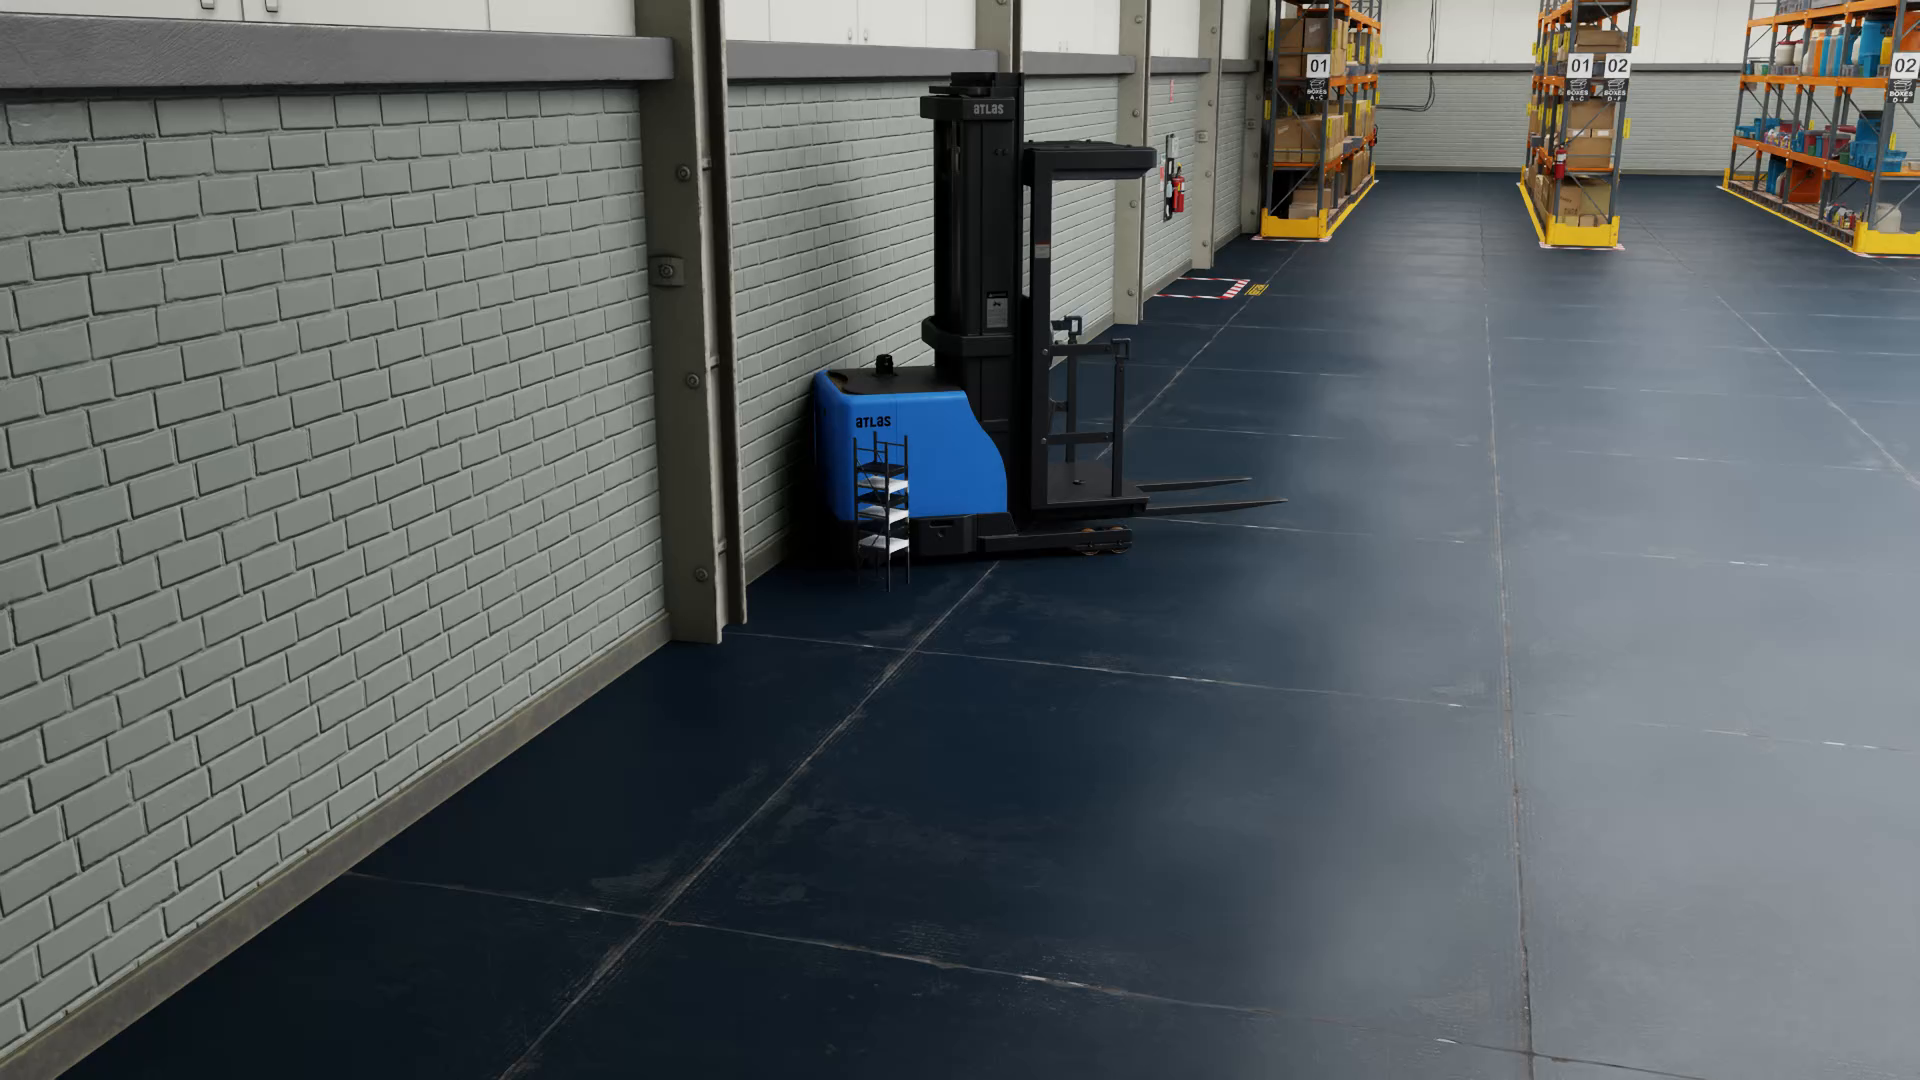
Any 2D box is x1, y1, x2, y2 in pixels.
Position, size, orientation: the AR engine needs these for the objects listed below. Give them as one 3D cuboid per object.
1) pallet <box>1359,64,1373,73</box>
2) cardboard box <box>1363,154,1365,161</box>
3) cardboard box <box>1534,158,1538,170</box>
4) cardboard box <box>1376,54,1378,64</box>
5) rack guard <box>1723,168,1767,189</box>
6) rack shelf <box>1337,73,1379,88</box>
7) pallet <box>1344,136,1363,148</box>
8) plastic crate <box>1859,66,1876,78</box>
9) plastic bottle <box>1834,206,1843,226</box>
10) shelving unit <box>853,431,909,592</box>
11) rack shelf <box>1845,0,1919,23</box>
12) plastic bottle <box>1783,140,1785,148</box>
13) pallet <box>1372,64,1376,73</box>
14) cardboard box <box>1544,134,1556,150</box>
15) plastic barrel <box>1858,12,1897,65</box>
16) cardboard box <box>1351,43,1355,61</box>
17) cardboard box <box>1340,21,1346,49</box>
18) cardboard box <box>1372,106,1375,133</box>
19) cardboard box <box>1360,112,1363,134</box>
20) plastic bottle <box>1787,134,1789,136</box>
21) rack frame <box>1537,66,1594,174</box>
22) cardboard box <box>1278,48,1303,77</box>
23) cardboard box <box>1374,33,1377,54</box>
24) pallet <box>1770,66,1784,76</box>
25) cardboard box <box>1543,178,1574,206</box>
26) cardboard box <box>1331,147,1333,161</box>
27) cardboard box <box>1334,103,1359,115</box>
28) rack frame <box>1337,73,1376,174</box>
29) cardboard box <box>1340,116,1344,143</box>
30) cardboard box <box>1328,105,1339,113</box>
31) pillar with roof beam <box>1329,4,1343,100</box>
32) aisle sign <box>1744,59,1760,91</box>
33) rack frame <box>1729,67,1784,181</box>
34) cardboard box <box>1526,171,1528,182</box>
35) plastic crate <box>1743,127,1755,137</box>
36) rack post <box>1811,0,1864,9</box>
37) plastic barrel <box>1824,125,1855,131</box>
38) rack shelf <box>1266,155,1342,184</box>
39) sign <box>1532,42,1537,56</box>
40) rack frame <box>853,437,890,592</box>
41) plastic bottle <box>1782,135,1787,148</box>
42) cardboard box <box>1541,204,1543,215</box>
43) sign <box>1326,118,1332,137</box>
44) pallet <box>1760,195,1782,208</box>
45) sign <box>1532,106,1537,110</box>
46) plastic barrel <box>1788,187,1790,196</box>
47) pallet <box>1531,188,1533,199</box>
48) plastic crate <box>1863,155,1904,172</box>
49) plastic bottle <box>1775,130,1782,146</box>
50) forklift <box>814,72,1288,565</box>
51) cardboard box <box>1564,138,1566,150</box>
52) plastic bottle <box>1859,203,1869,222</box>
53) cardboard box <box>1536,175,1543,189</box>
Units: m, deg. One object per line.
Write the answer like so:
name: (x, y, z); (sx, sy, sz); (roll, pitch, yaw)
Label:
pallet: (9.720, -11.733, 41.365); (1.003, 0.211, 1.213); (5, 16, 16)
cardboard box: (10.060, -9.694, 42.133); (0.380, 0.149, 0.250); (5, 17, 18)
cardboard box: (13.430, -8.606, 38.073); (0.500, 0.250, 0.500); (4, 16, 15)
cardboard box: (10.660, -12.575, 43.492); (0.500, 0.250, 0.500); (5, 17, 18)
rack guard: (20.107, -9.203, 42.358); (1.175, 0.500, 0.348); (5, 16, 16)
rack shelf: (10.045, -11.740, 42.544); (1.077, 0.370, 4.000); (5, 16, 16)
pallet: (8.240, -8.786, 36.660); (1.213, 0.211, 1.003); (5, 16, 16)
plastic crate: (15.993, -8.208, 29.161); (0.336, 0.188, 0.450); (5, 16, 16)
plastic bottle: (15.901, -5.856, 30.026); (0.144, 0.351, 0.185); (4, 16, 15)
shelving unit: (-0.461, -0.167, 9.770); (0.258, 0.900, 0.210); (10, 19, 31)
rack shelf: (16.134, -9.083, 28.412); (1.077, 0.370, 4.000); (5, 16, 16)
plastic bottle: (17.744, -8.514, 35.712); (0.097, 0.201, 0.097); (0, 16, 0)
pallet: (10.068, -12.051, 42.486); (1.003, 0.211, 1.213); (5, 16, 16)
cardboard box: (12.651, -8.428, 35.210); (0.500, 0.311, 0.500); (4, 16, 15)
plastic barrel: (16.317, -8.892, 29.499); (0.600, 0.901, 0.708); (5, 16, 16)
cardboard box: (8.693, -11.194, 38.310); (0.700, 0.500, 0.500); (6, 17, 19)
cardboard box: (7.037, -9.575, 31.540); (0.500, 0.500, 0.500); (4, 16, 14)
cardboard box: (10.479, -11.176, 44.185); (0.980, 0.700, 0.700); (5, 17, 18)
cardboard box: (9.164, -9.784, 39.062); (0.500, 0.500, 0.500); (5, 17, 17)
plastic bottle: (18.060, -8.724, 36.303); (0.061, 0.283, 0.133); (5, 16, 16)
rack frame: (13.091, -8.690, 35.970); (1.000, 3.000, 0.127); (5, 16, 16)
cardboard box: (5.943, -8.610, 29.970); (0.500, 0.500, 0.500); (6, 17, 20)
cardboard box: (10.224, -12.531, 41.962); (0.500, 0.500, 0.500); (5, 17, 16)
pallet: (18.847, -10.491, 37.168); (1.213, 0.211, 1.003); (5, 16, 16)
cardboard box: (11.238, -6.525, 31.231); (0.500, 0.500, 0.500); (5, 16, 16)
cardboard box: (6.644, -7.158, 30.805); (0.500, 0.250, 0.500); (4, 16, 14)
cardboard box: (8.725, -9.741, 37.536); (0.500, 0.250, 0.500); (5, 17, 17)
rack frame: (10.614, -11.166, 44.700); (1.000, 3.000, 0.127); (5, 16, 16)
cardboard box: (7.229, -8.046, 32.564); (0.500, 0.500, 0.500); (5, 16, 16)
cardboard box: (8.194, -9.467, 36.531); (0.380, 0.149, 0.250); (2, 16, 7)
pillar with roof beam: (14.679, -14.492, 45.431); (9.100, 9.000, 0.400); (5, 16, 16)
aisle sign: (19.848, -11.690, 41.784); (0.394, 0.787, 0.004); (5, 16, 16)
rack frame: (20.112, -10.398, 41.991); (1.000, 3.000, 0.127); (5, 16, 16)
cardboard box: (14.331, -9.022, 41.261); (0.500, 0.311, 0.500); (5, 16, 16)
plastic crate: (19.352, -9.963, 40.653); (0.416, 0.233, 0.300); (5, 16, 16)
rack post: (17.179, -10.762, 31.916); (1.013, 1.000, 3.121); (5, 16, 16)
plastic barrel: (17.998, -8.225, 34.082); (0.600, 0.536, 0.708); (5, 16, 16)
rack shelf: (6.635, -7.157, 31.884); (1.077, 0.370, 4.000); (5, 16, 16)
sign: (14.844, -12.689, 42.968); (0.100, 0.325, 0.005); (5, 16, 16)
rack frame: (-0.515, -0.144, 9.687); (0.240, 0.900, 0.006); (10, 19, 31)
plastic bottle: (17.771, -8.573, 35.793); (0.097, 0.271, 0.097); (0, 16, 0)
cardboard box: (11.385, -6.294, 31.793); (0.500, 0.250, 0.500); (5, 16, 16)
sign: (6.587, -7.355, 29.675); (0.100, 0.325, 0.005); (5, 16, 16)
pallet: (18.372, -7.491, 36.853); (1.003, 0.211, 1.213); (5, 16, 16)
sign: (13.705, -10.193, 39.682); (0.100, 0.325, 0.005); (5, 16, 16)
plastic barrel: (18.036, -7.594, 35.895); (0.421, 0.512, 0.421); (0, 16, 0)
pallet: (14.033, -8.179, 39.279); (1.003, 0.211, 1.213); (5, 16, 16)
plastic crate: (15.421, -6.294, 27.797); (0.499, 0.251, 0.616); (5, 16, 16)
plastic bottle: (18.045, -8.841, 36.592); (0.144, 0.351, 0.185); (5, 16, 16)
forklift: (0.613, -1.450, 10.570); (3.031, 2.935, 1.130); (-4, 16, -13)
cardboard box: (11.254, -7.033, 29.946); (0.700, 0.500, 0.500); (5, 17, 16)
plastic bottle: (16.657, -6.016, 30.590); (0.144, 0.351, 0.185); (5, 16, 16)
cardboard box: (12.519, -7.587, 35.321); (0.500, 0.311, 0.500); (4, 16, 14)
